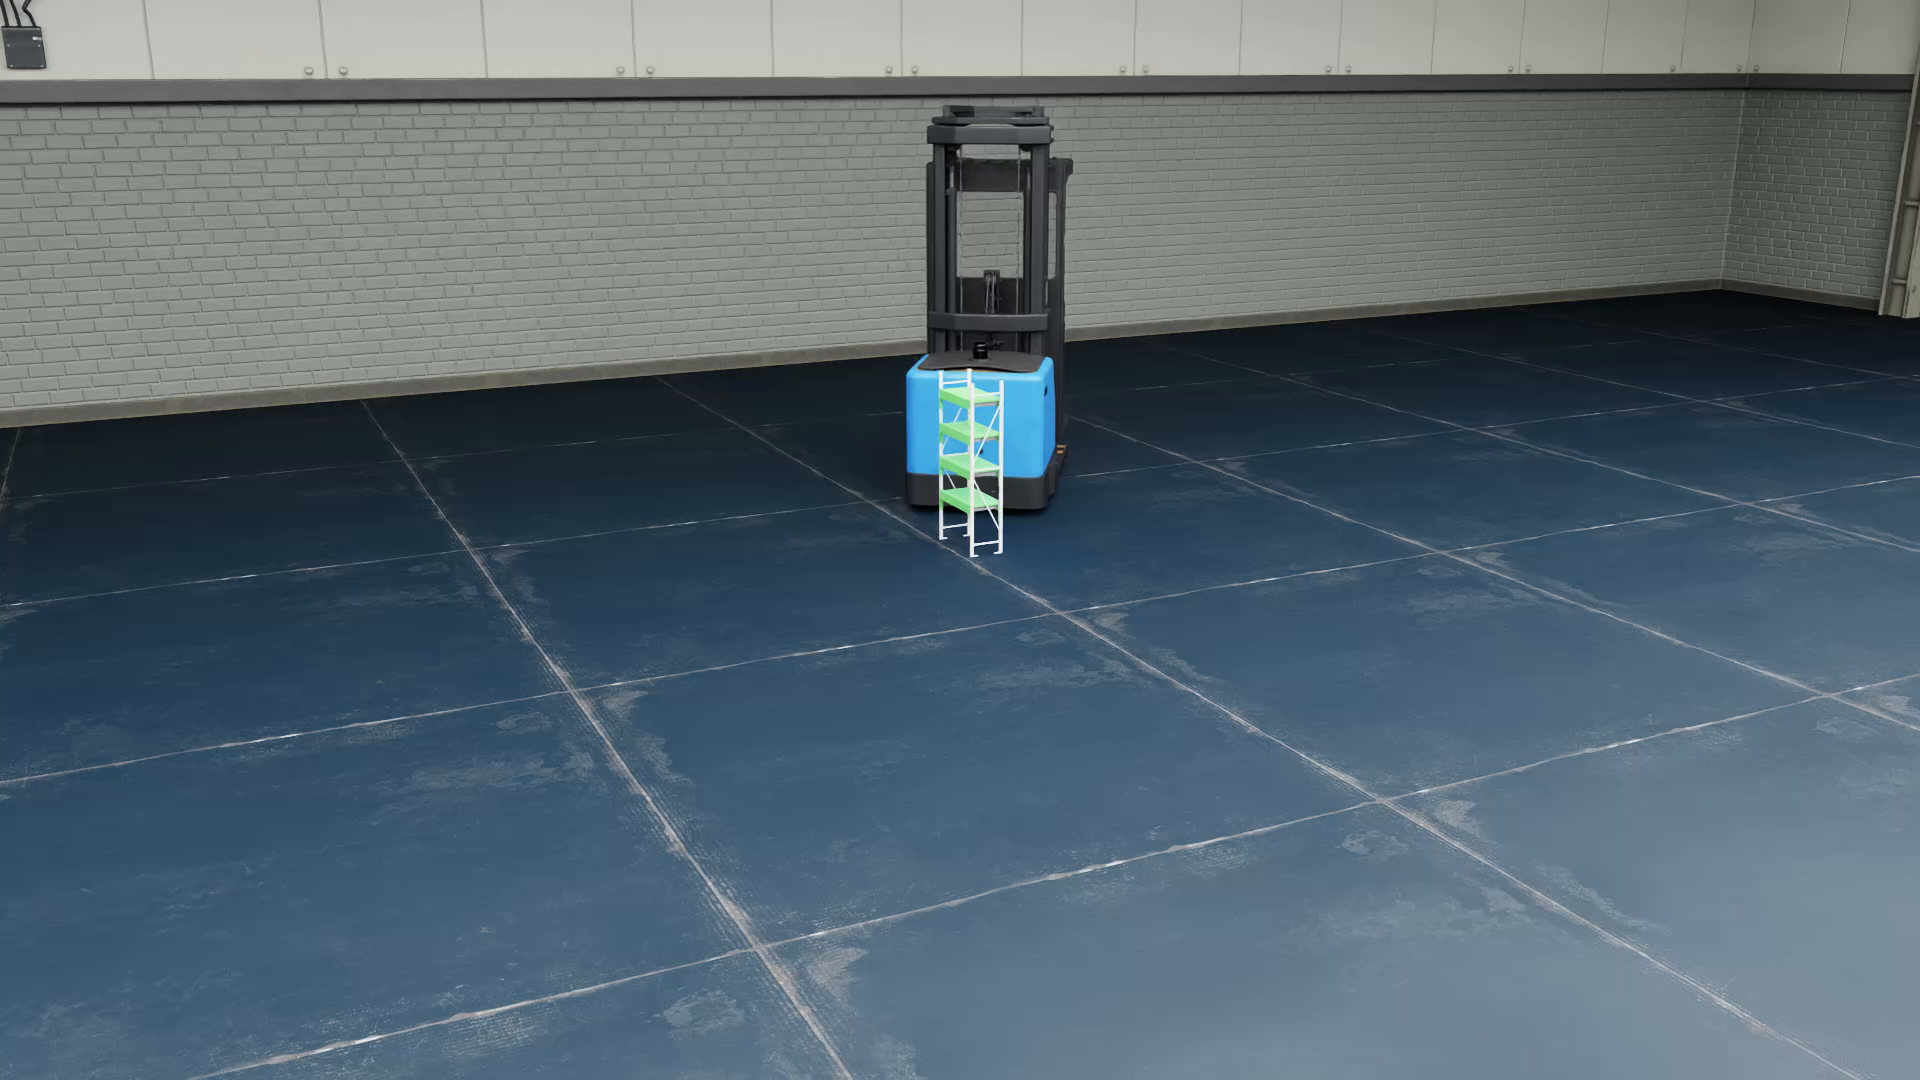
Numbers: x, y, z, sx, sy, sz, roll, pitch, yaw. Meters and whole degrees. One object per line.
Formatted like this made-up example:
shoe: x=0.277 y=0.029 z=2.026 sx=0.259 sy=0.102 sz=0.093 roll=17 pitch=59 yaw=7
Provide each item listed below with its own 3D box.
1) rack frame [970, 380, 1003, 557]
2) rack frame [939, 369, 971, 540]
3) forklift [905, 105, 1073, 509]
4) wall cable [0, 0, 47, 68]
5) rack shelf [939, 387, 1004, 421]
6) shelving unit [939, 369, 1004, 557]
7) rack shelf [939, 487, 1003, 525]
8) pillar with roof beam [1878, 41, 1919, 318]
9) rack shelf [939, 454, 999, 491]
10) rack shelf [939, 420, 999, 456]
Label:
rack frame: x=0.179 y=-0.475 z=11.231 sx=0.240 sy=1.200 sz=0.015 roll=-8 pitch=18 yaw=-25
rack frame: x=-0.034 y=-0.596 z=11.653 sx=0.240 sy=1.200 sz=0.015 roll=-8 pitch=18 yaw=-25
forklift: x=0.315 y=-1.995 z=13.388 sx=1.130 sy=2.935 sz=3.031 roll=2 pitch=16 yaw=8
wall cable: x=-7.350 y=-7.182 z=14.298 sx=2.305 sy=6.003 sz=0.169 roll=-8 pitch=18 yaw=-25
rack shelf: x=0.073 y=-0.936 z=11.327 sx=0.258 sy=0.148 sz=0.480 roll=-8 pitch=18 yaw=-25
shelving unit: x=0.073 y=-0.536 z=11.442 sx=0.258 sy=1.200 sz=0.503 roll=-8 pitch=18 yaw=-25
rack shelf: x=0.073 y=-0.244 z=11.526 sx=0.258 sy=0.148 sz=0.480 roll=-8 pitch=18 yaw=-25
pillar with roof beam: x=8.657 y=-6.800 z=19.133 sx=9.100 sy=9.000 sz=0.400 roll=-8 pitch=18 yaw=-25
rack shelf: x=0.073 y=-0.474 z=11.460 sx=0.258 sy=0.148 sz=0.480 roll=-8 pitch=18 yaw=-25
rack shelf: x=0.073 y=-0.705 z=11.394 sx=0.258 sy=0.148 sz=0.480 roll=-8 pitch=18 yaw=-25
